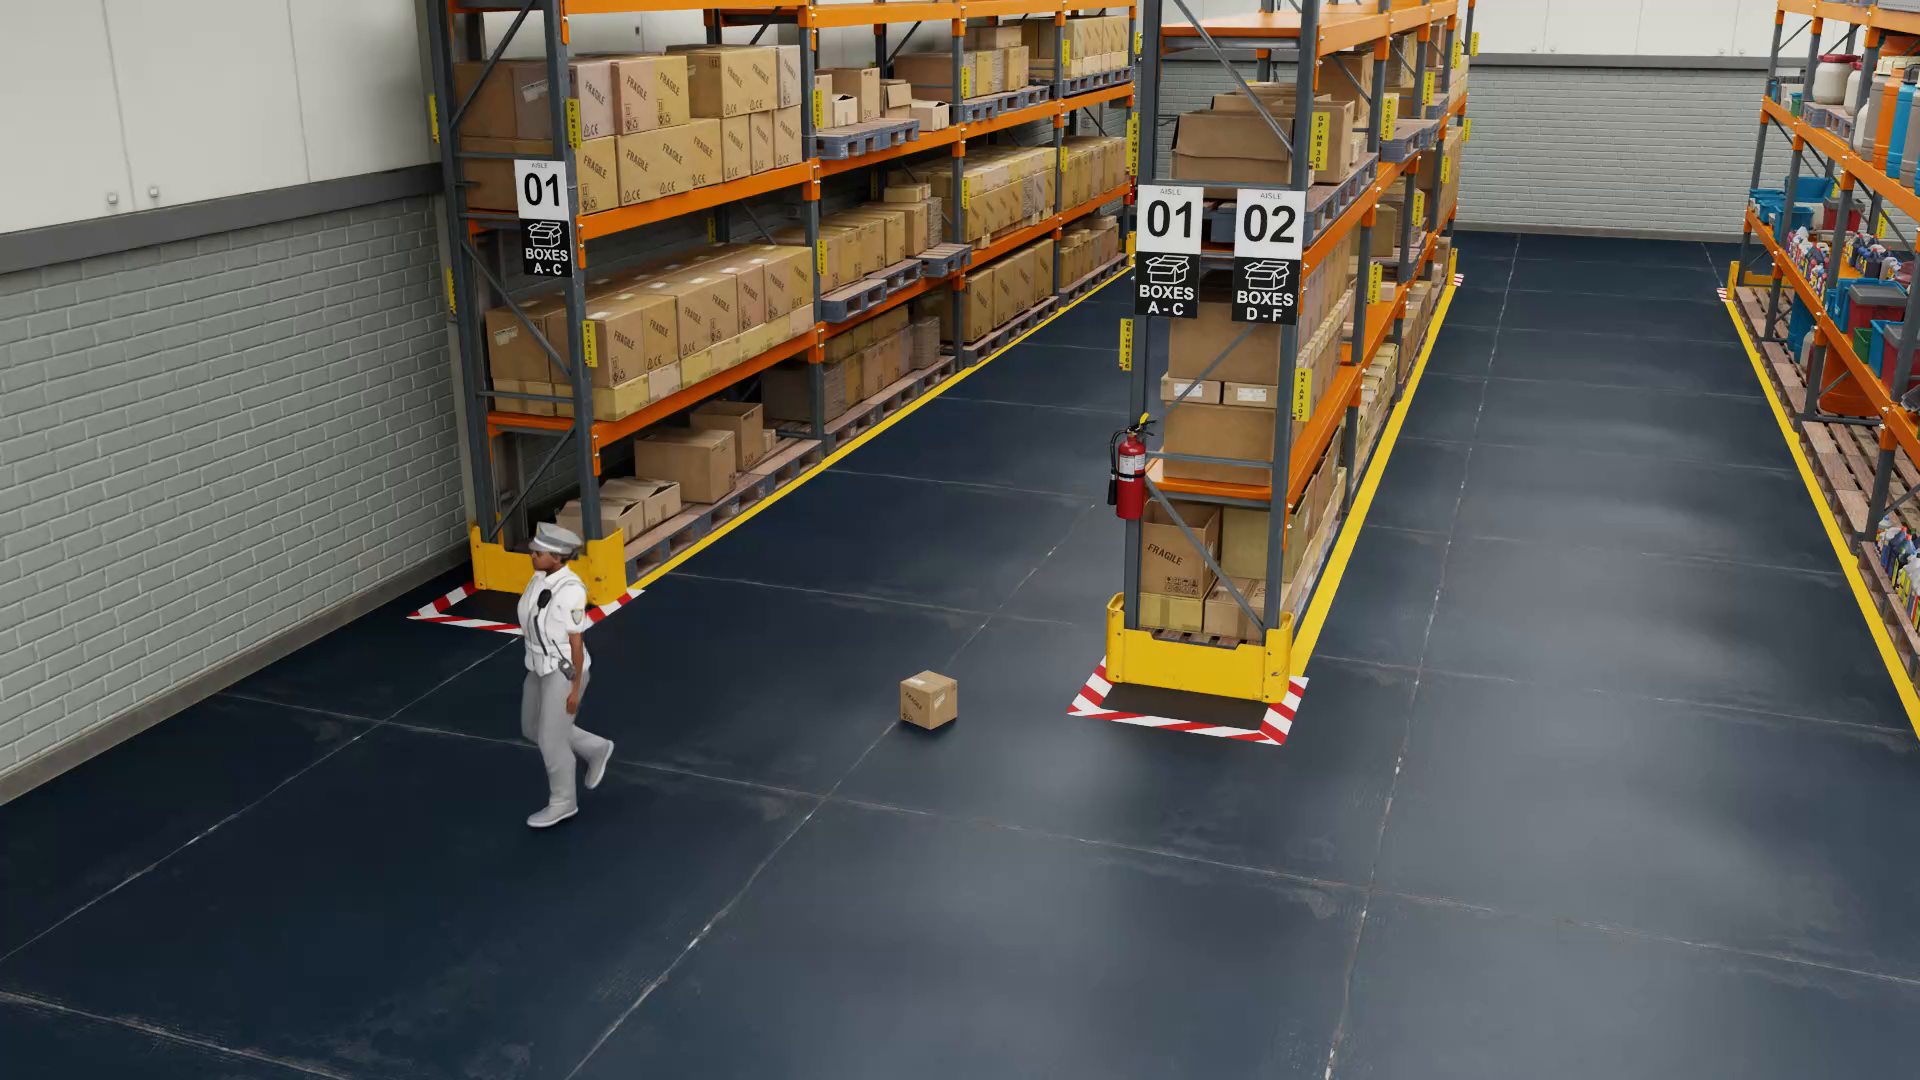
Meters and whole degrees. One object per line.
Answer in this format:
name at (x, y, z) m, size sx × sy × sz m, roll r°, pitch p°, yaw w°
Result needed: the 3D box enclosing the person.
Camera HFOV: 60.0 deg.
person at (-2.128, 0.688, 8.930) m, size 0.602 × 1.674 × 0.453 m, roll -14°, pitch 23°, yaw -36°
